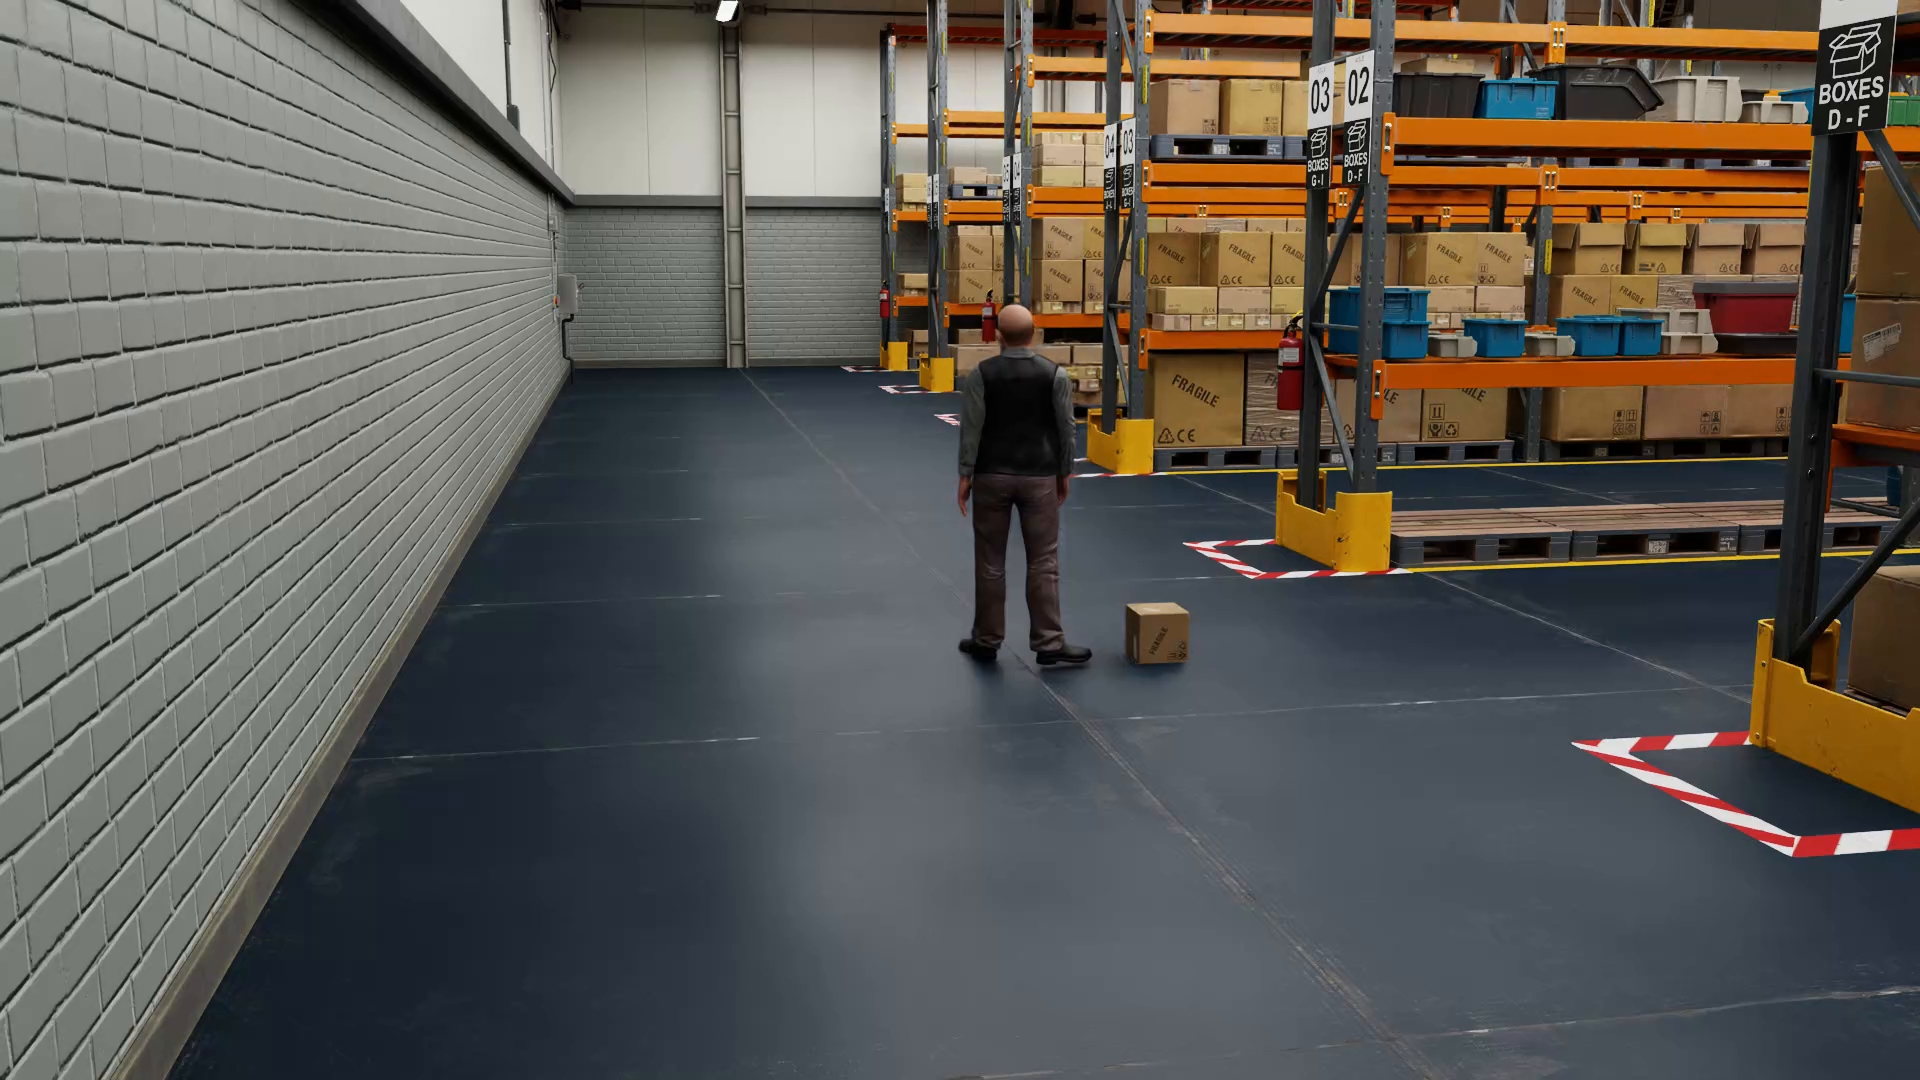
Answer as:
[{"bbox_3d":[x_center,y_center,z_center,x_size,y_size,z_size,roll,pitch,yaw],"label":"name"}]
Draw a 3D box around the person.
[{"bbox_3d":[0.315,-0.266,8.028,0.665,1.727,0.432,1,10,3],"label":"person"}]
